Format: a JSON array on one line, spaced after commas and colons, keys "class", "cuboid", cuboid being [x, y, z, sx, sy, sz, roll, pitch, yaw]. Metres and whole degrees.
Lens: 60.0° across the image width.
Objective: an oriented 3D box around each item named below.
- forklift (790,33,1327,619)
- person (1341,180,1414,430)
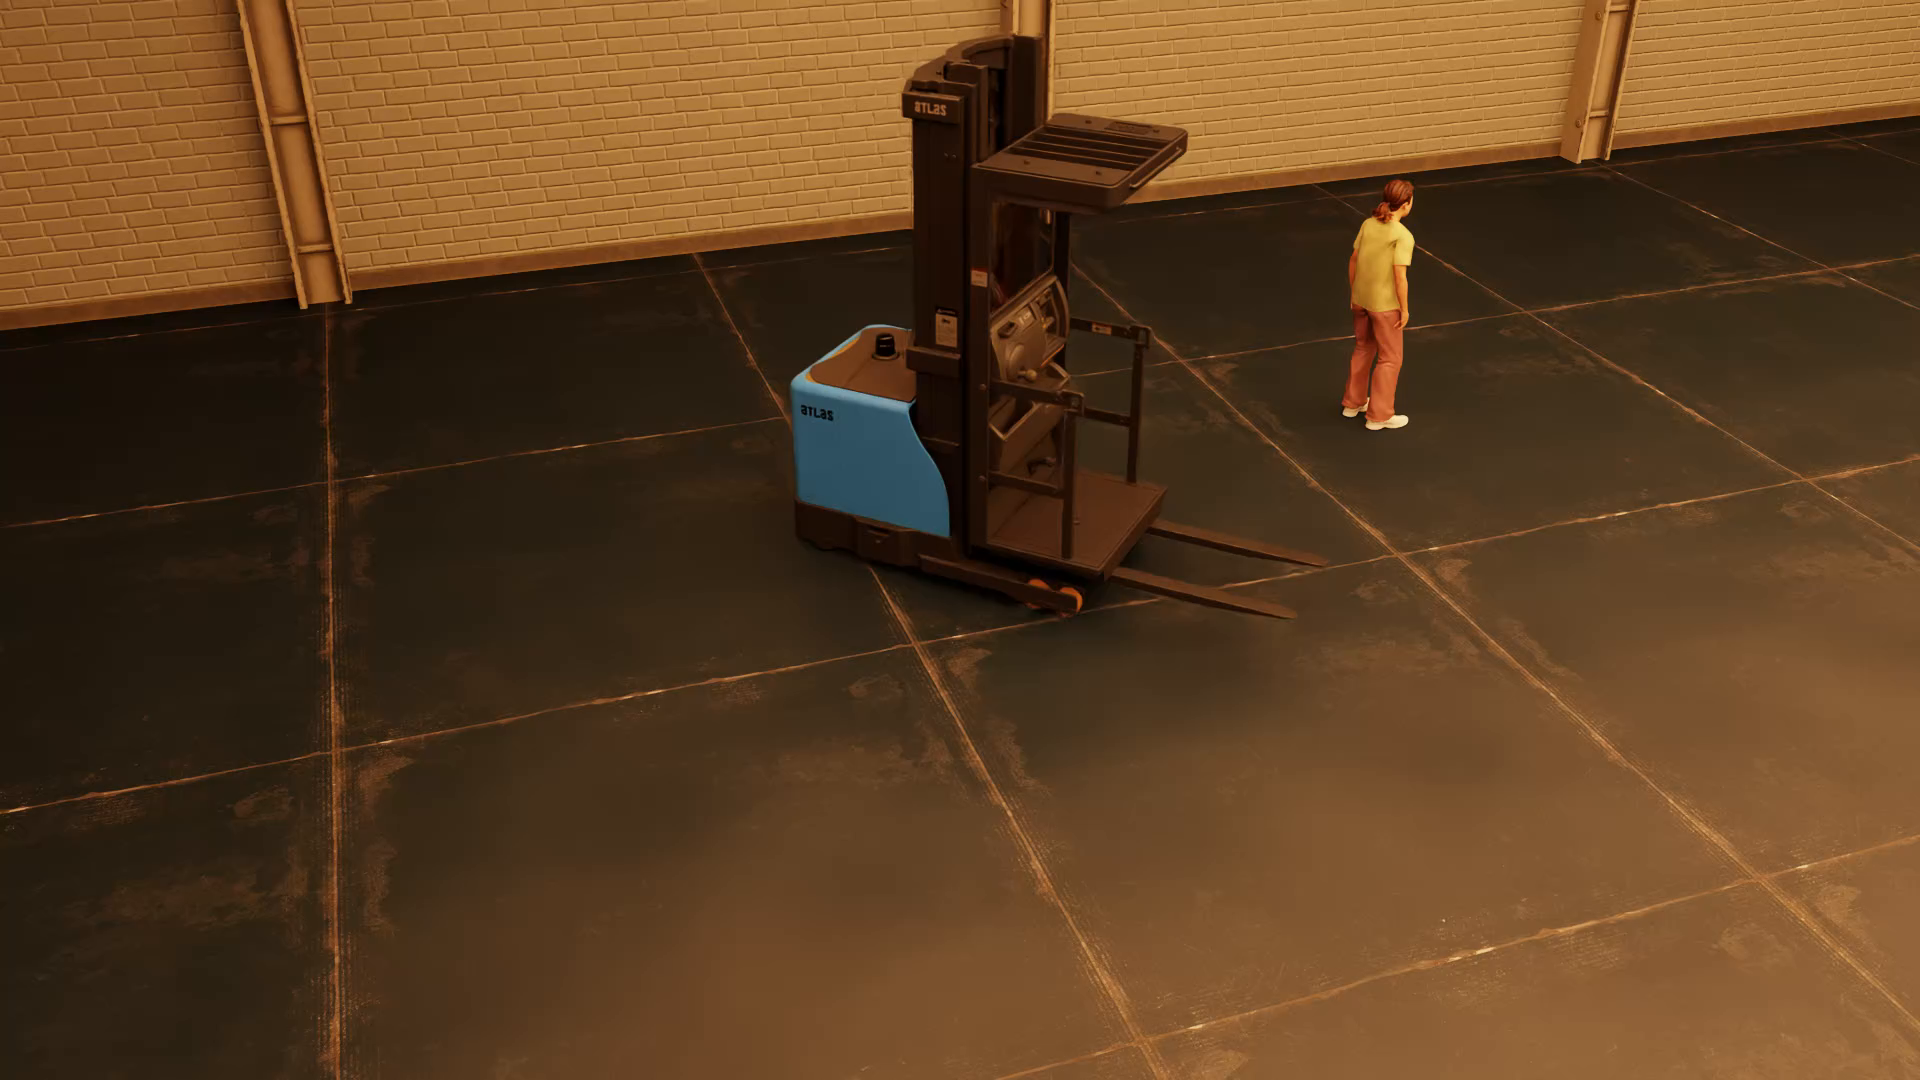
[{"class": "forklift", "cuboid": [0.567, -1.142, 9.071, 3.031, 2.935, 1.130, 14, 33, 22]}, {"class": "person", "cuboid": [2.806, -1.571, 11.082, 0.364, 1.671, 0.506, -17, 34, -27]}]
